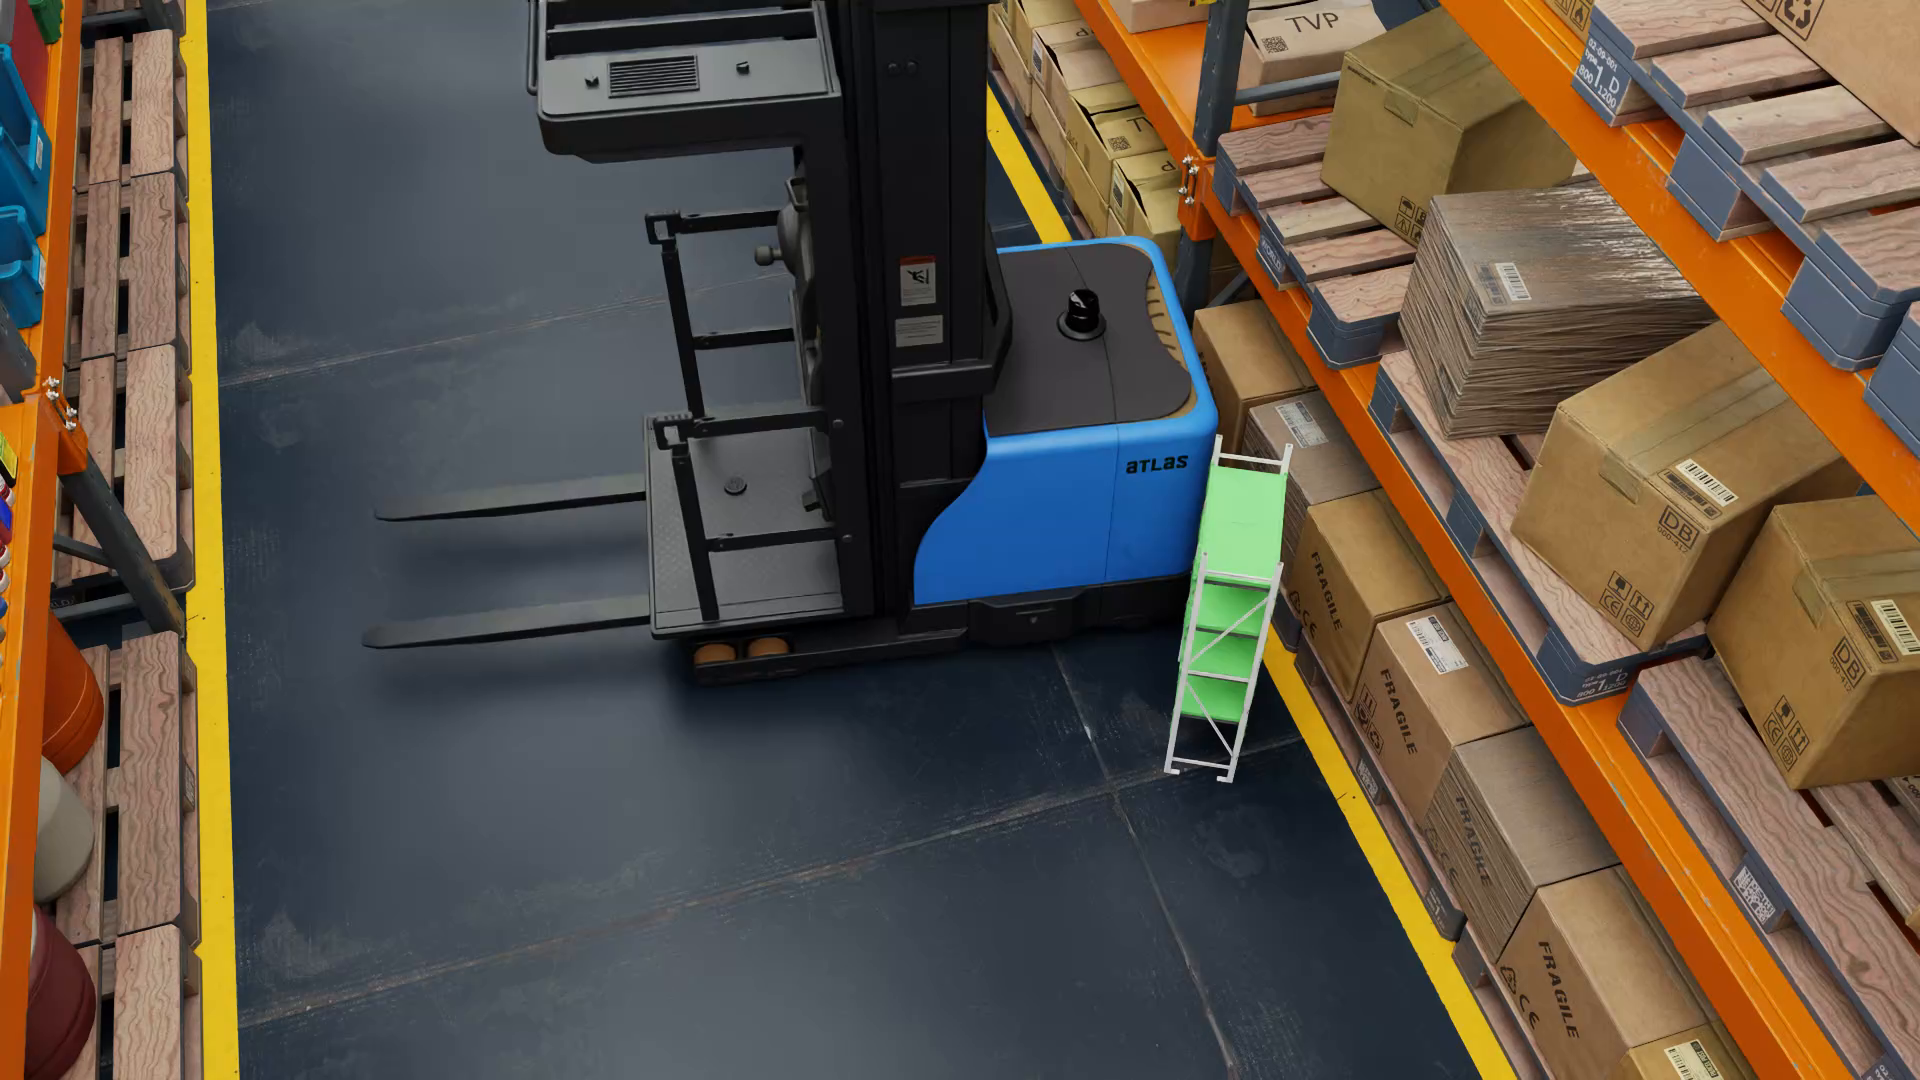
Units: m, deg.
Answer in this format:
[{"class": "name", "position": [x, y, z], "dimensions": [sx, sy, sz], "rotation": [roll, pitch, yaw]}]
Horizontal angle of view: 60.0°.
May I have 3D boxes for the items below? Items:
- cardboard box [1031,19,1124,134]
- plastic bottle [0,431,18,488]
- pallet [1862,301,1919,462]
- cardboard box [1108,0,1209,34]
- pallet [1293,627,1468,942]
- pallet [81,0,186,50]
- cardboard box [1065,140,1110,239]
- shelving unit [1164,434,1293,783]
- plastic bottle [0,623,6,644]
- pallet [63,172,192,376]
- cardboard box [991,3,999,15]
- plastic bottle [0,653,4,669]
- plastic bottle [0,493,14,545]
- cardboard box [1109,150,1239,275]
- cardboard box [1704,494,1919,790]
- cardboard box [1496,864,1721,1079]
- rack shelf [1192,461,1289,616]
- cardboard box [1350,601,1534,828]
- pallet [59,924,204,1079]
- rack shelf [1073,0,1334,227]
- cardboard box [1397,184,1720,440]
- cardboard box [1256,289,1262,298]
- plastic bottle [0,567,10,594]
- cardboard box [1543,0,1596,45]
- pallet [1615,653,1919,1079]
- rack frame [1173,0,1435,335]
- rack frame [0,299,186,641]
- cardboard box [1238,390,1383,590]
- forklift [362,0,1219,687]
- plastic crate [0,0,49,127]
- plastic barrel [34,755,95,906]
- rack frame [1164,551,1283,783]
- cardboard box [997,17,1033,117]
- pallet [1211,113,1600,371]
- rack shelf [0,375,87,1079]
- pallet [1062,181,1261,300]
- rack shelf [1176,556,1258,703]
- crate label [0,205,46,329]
[{"class": "cardboard box", "position": [0.641, -2.147, 7.545], "dimensions": [0.500, 0.311, 0.500], "rotation": [-14, 51, -11]}, {"class": "plastic bottle", "position": [-2.868, -0.289, 4.898], "dimensions": [0.061, 0.283, 0.133], "rotation": [-13, 51, -11]}, {"class": "pallet", "position": [2.395, -0.120, 2.840], "dimensions": [1.213, 0.211, 1.003], "rotation": [-13, 51, -11]}, {"class": "cardboard box", "position": [0.807, -2.157, 6.560], "dimensions": [0.380, 0.149, 0.250], "rotation": [-13, 51, -11]}, {"class": "pallet", "position": [1.879, 0.699, 5.813], "dimensions": [1.003, 0.211, 1.213], "rotation": [-13, 51, -11]}, {"class": "pallet", "position": [-4.737, -3.049, 8.972], "dimensions": [1.003, 0.211, 1.213], "rotation": [-13, 51, -11]}, {"class": "cardboard box", "position": [0.793, -1.597, 7.448], "dimensions": [0.500, 0.250, 0.500], "rotation": [-14, 51, -11]}, {"class": "shelving unit", "position": [0.881, 0.259, 5.537], "dimensions": [0.258, 1.200, 0.503], "rotation": [8, 50, 7]}, {"class": "plastic bottle", "position": [-2.697, 0.207, 4.533], "dimensions": [0.097, 0.201, 0.097], "rotation": [0, 50, 0]}, {"class": "pallet", "position": [-3.945, -1.091, 7.322], "dimensions": [1.003, 0.211, 1.213], "rotation": [-13, 51, -11]}, {"class": "cardboard box", "position": [0.336, -2.892, 8.173], "dimensions": [0.500, 0.311, 0.500], "rotation": [-15, 51, -12]}, {"class": "plastic bottle", "position": [-2.668, 0.256, 4.446], "dimensions": [0.097, 0.271, 0.097], "rotation": [0, 50, 0]}, {"class": "plastic bottle", "position": [-2.800, -0.121, 4.756], "dimensions": [0.061, 0.283, 0.133], "rotation": [-13, 51, -11]}, {"class": "cardboard box", "position": [0.947, -1.400, 6.915], "dimensions": [0.500, 0.311, 0.500], "rotation": [-12, 51, -10]}, {"class": "cardboard box", "position": [2.330, 0.226, 4.047], "dimensions": [0.700, 0.500, 0.500], "rotation": [-6, 50, -5]}, {"class": "cardboard box", "position": [1.962, 1.283, 4.843], "dimensions": [0.500, 0.500, 0.500], "rotation": [-13, 51, -11]}, {"class": "rack shelf", "position": [0.881, -0.010, 5.219], "dimensions": [0.258, 0.148, 0.480], "rotation": [8, 50, 7]}, {"class": "cardboard box", "position": [1.662, 0.546, 5.464], "dimensions": [0.500, 0.500, 0.500], "rotation": [-15, 51, -12]}, {"class": "pallet", "position": [-2.765, 1.829, 4.860], "dimensions": [1.003, 0.211, 1.213], "rotation": [-13, 51, -11]}, {"class": "rack shelf", "position": [0.746, -2.872, 7.470], "dimensions": [1.077, 0.370, 4.000], "rotation": [-13, 51, -11]}, {"class": "cardboard box", "position": [1.719, -0.665, 4.799], "dimensions": [0.700, 0.500, 0.500], "rotation": [-5, 50, -4]}, {"class": "cardboard box", "position": [1.463, -1.341, 7.232], "dimensions": [0.500, 0.250, 0.500], "rotation": [-13, 51, -11]}, {"class": "plastic bottle", "position": [-2.755, 0.065, 4.653], "dimensions": [0.097, 0.201, 0.097], "rotation": [0, 50, 0]}, {"class": "cardboard box", "position": [1.803, -1.579, 3.882], "dimensions": [0.910, 0.500, 0.500], "rotation": [-13, 51, -11]}, {"class": "pallet", "position": [2.388, 0.732, 4.086], "dimensions": [1.003, 0.211, 1.213], "rotation": [-13, 51, -11]}, {"class": "rack frame", "position": [1.337, -1.643, 5.963], "dimensions": [1.000, 3.000, 0.127], "rotation": [-13, 51, -11]}, {"class": "rack frame", "position": [-3.395, -0.526, 5.021], "dimensions": [1.000, 3.000, 0.127], "rotation": [-13, 51, -11]}, {"class": "cardboard box", "position": [1.359, -0.201, 6.095], "dimensions": [0.500, 0.500, 0.500], "rotation": [-15, 51, -12]}, {"class": "forklift", "position": [-0.686, -0.847, 5.337], "dimensions": [3.031, 2.935, 1.130], "rotation": [-6, 50, -5]}, {"class": "plastic crate", "position": [-3.581, -1.796, 6.050], "dimensions": [0.402, 0.464, 0.583], "rotation": [-13, 51, -11]}, {"class": "plastic barrel", "position": [-2.982, 0.886, 5.183], "dimensions": [0.421, 0.512, 0.421], "rotation": [0, 50, 0]}, {"class": "rack frame", "position": [0.836, 0.442, 5.382], "dimensions": [0.240, 1.200, 0.015], "rotation": [8, 50, 7]}, {"class": "cardboard box", "position": [0.492, -2.340, 8.074], "dimensions": [0.500, 0.250, 0.500], "rotation": [-12, 51, -10]}, {"class": "pallet", "position": [1.605, -1.102, 5.633], "dimensions": [1.213, 0.211, 1.003], "rotation": [-13, 51, -11]}, {"class": "rack shelf", "position": [-2.804, 1.167, 4.065], "dimensions": [1.077, 0.370, 4.000], "rotation": [-13, 51, -11]}, {"class": "pallet", "position": [1.131, -1.355, 7.544], "dimensions": [1.003, 0.211, 1.213], "rotation": [-13, 51, -11]}, {"class": "rack shelf", "position": [0.881, 0.300, 5.586], "dimensions": [0.258, 0.148, 0.480], "rotation": [8, 50, 7]}, {"class": "crate label", "position": [-3.162, -0.865, 5.416], "dimensions": [0.303, 0.233, 0.416], "rotation": [-13, 51, -11]}]
